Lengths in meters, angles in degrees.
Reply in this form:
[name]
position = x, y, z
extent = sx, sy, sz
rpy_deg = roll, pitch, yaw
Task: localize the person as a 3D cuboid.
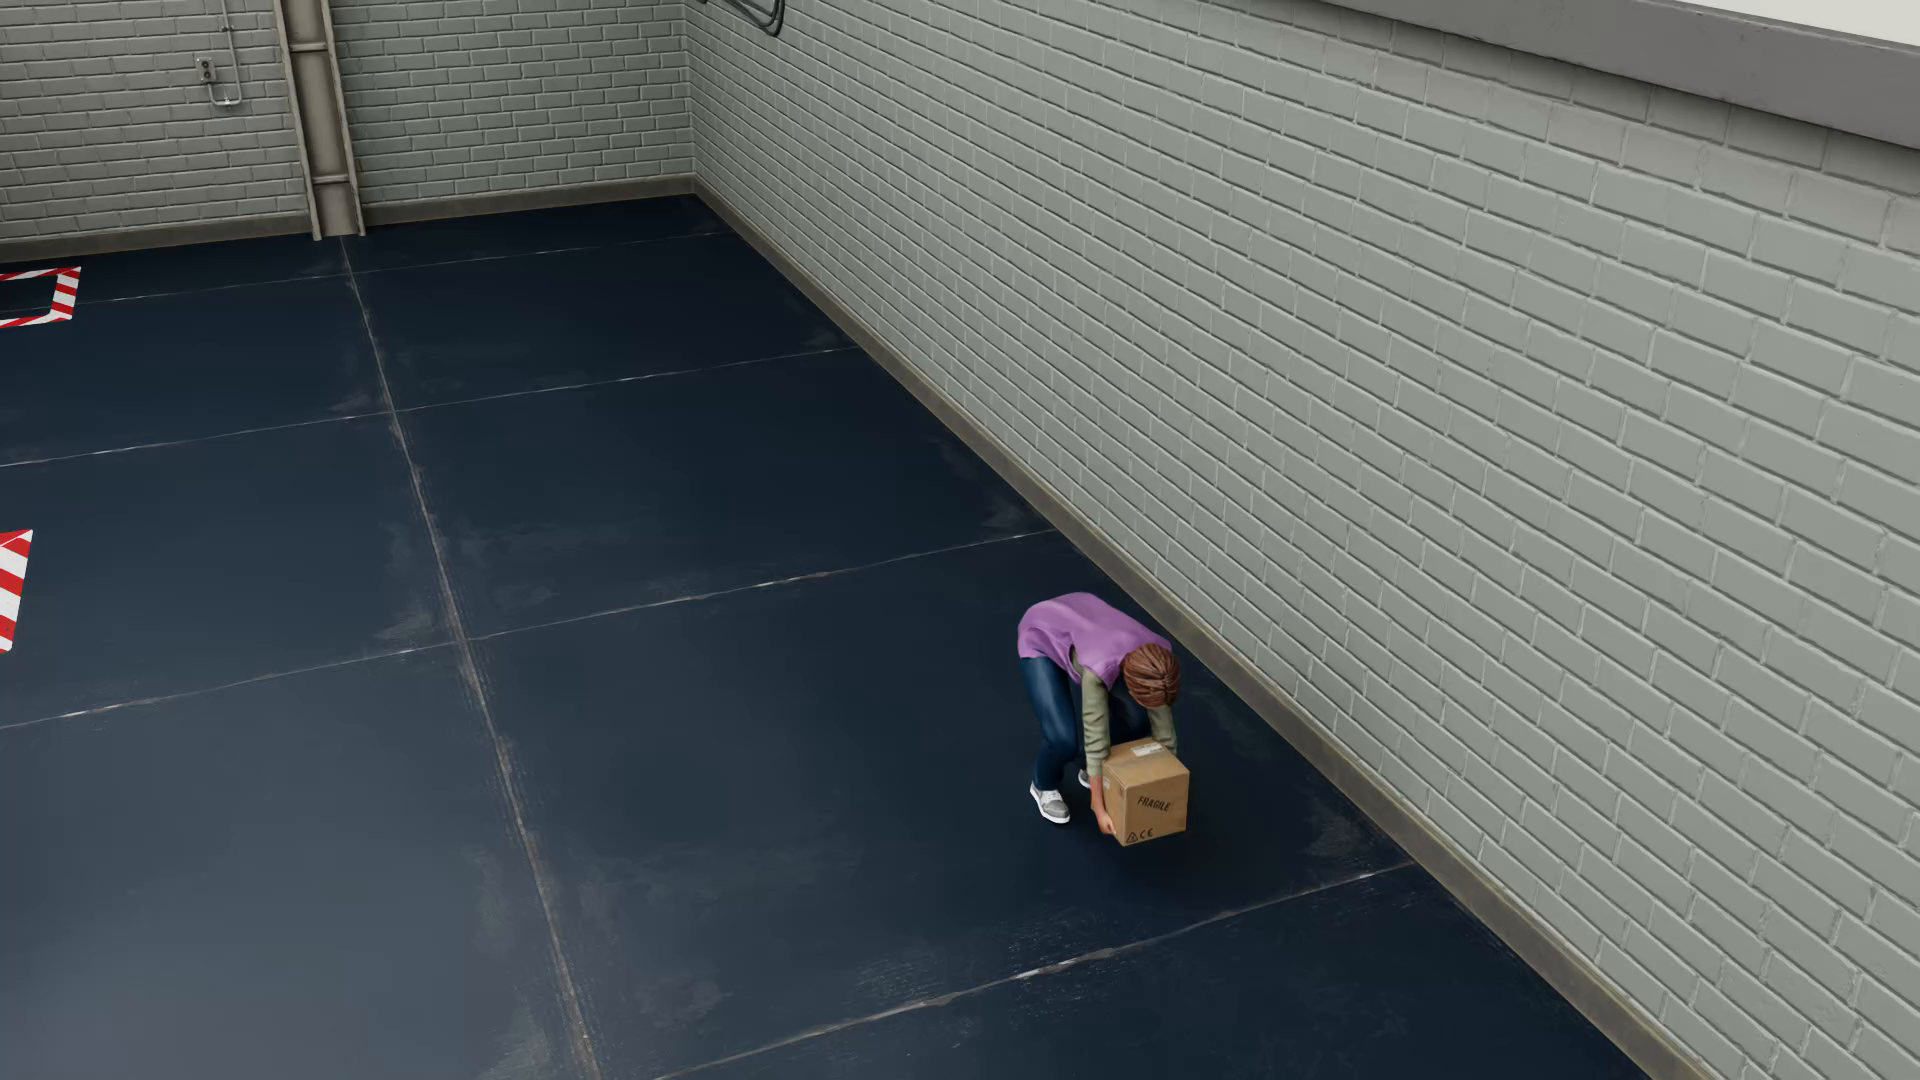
[person]
position = 0.511, 0.655, 6.073
extent = 0.431, 0.914, 0.861
rpy_deg = -12, 29, -23
